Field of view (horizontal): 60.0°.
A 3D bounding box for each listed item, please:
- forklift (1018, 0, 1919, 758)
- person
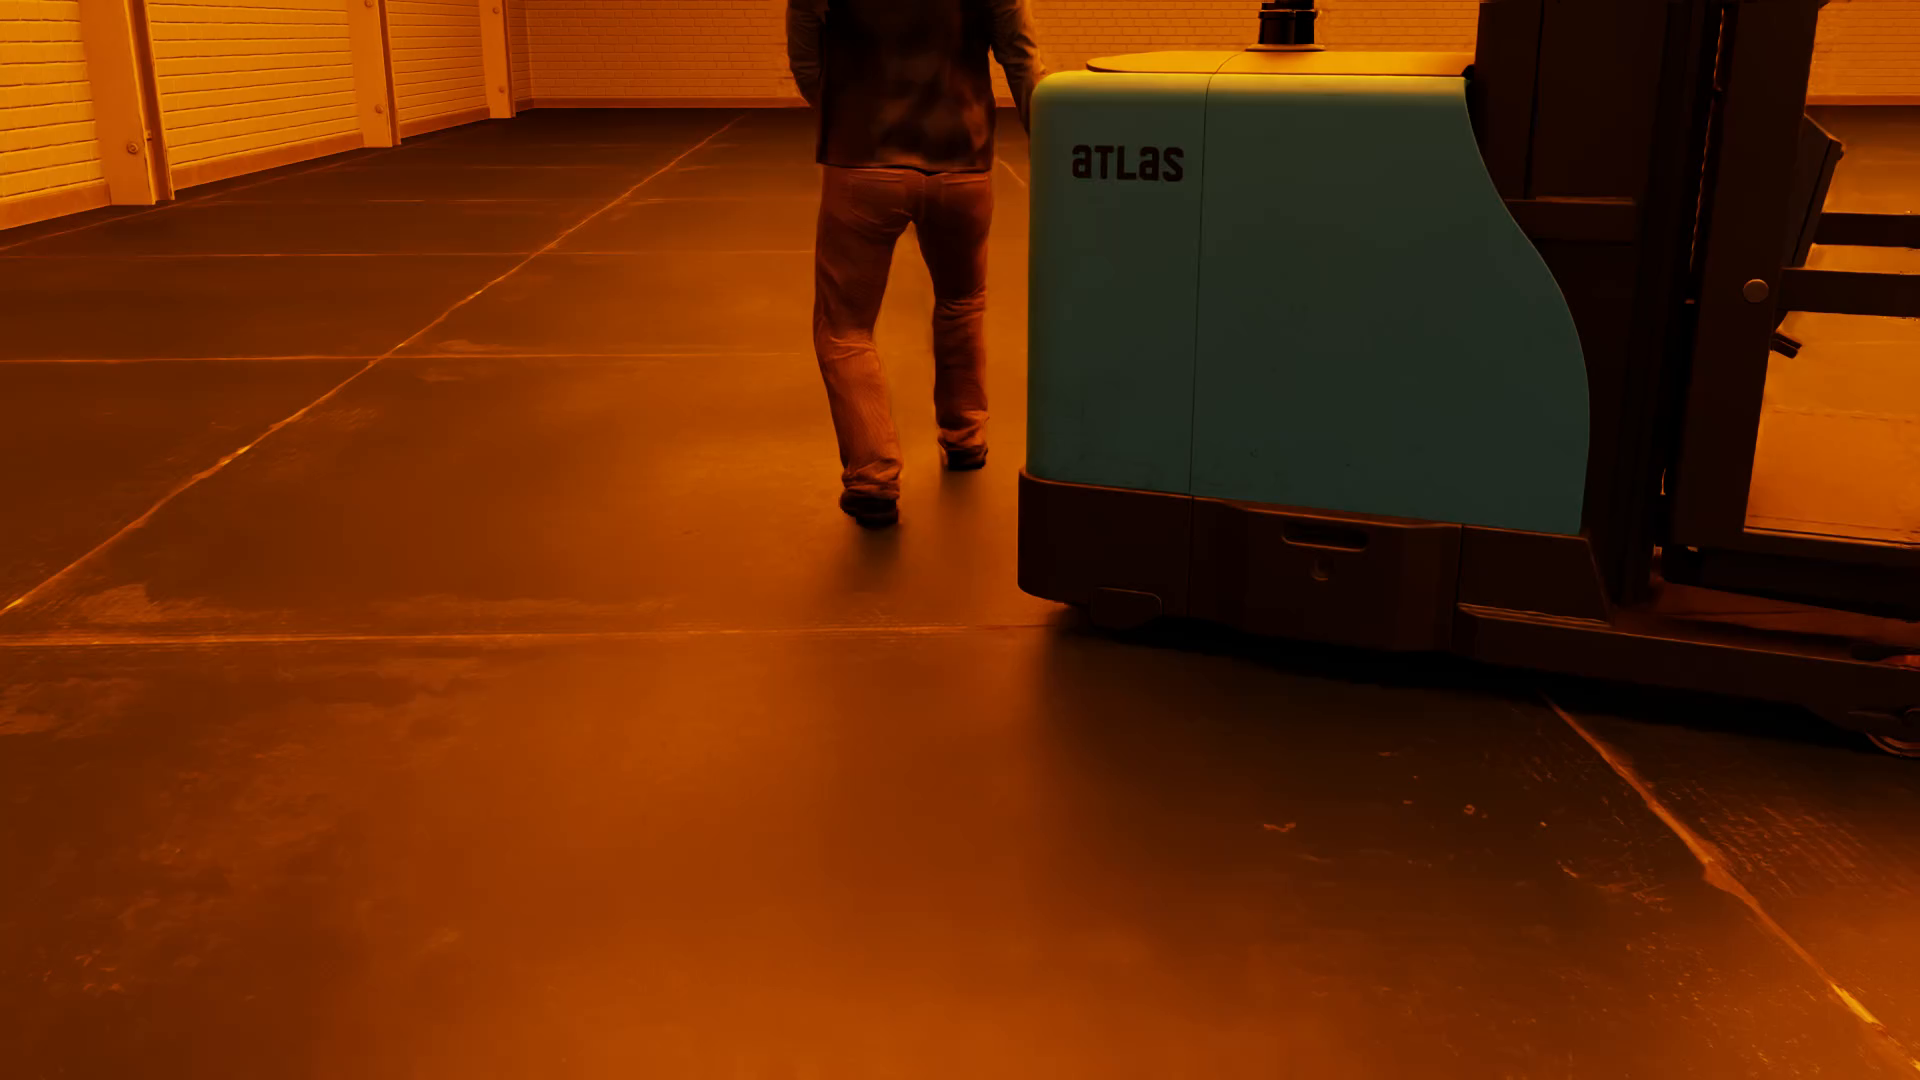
[{"bbox_3d":[1.684,-1.197,2.822,3.031,2.935,1.130,7,18,21],"label":"forklift"},{"bbox_3d":[-0.079,-0.924,4.161,0.695,1.637,0.785,-5,18,-15],"label":"person"}]
